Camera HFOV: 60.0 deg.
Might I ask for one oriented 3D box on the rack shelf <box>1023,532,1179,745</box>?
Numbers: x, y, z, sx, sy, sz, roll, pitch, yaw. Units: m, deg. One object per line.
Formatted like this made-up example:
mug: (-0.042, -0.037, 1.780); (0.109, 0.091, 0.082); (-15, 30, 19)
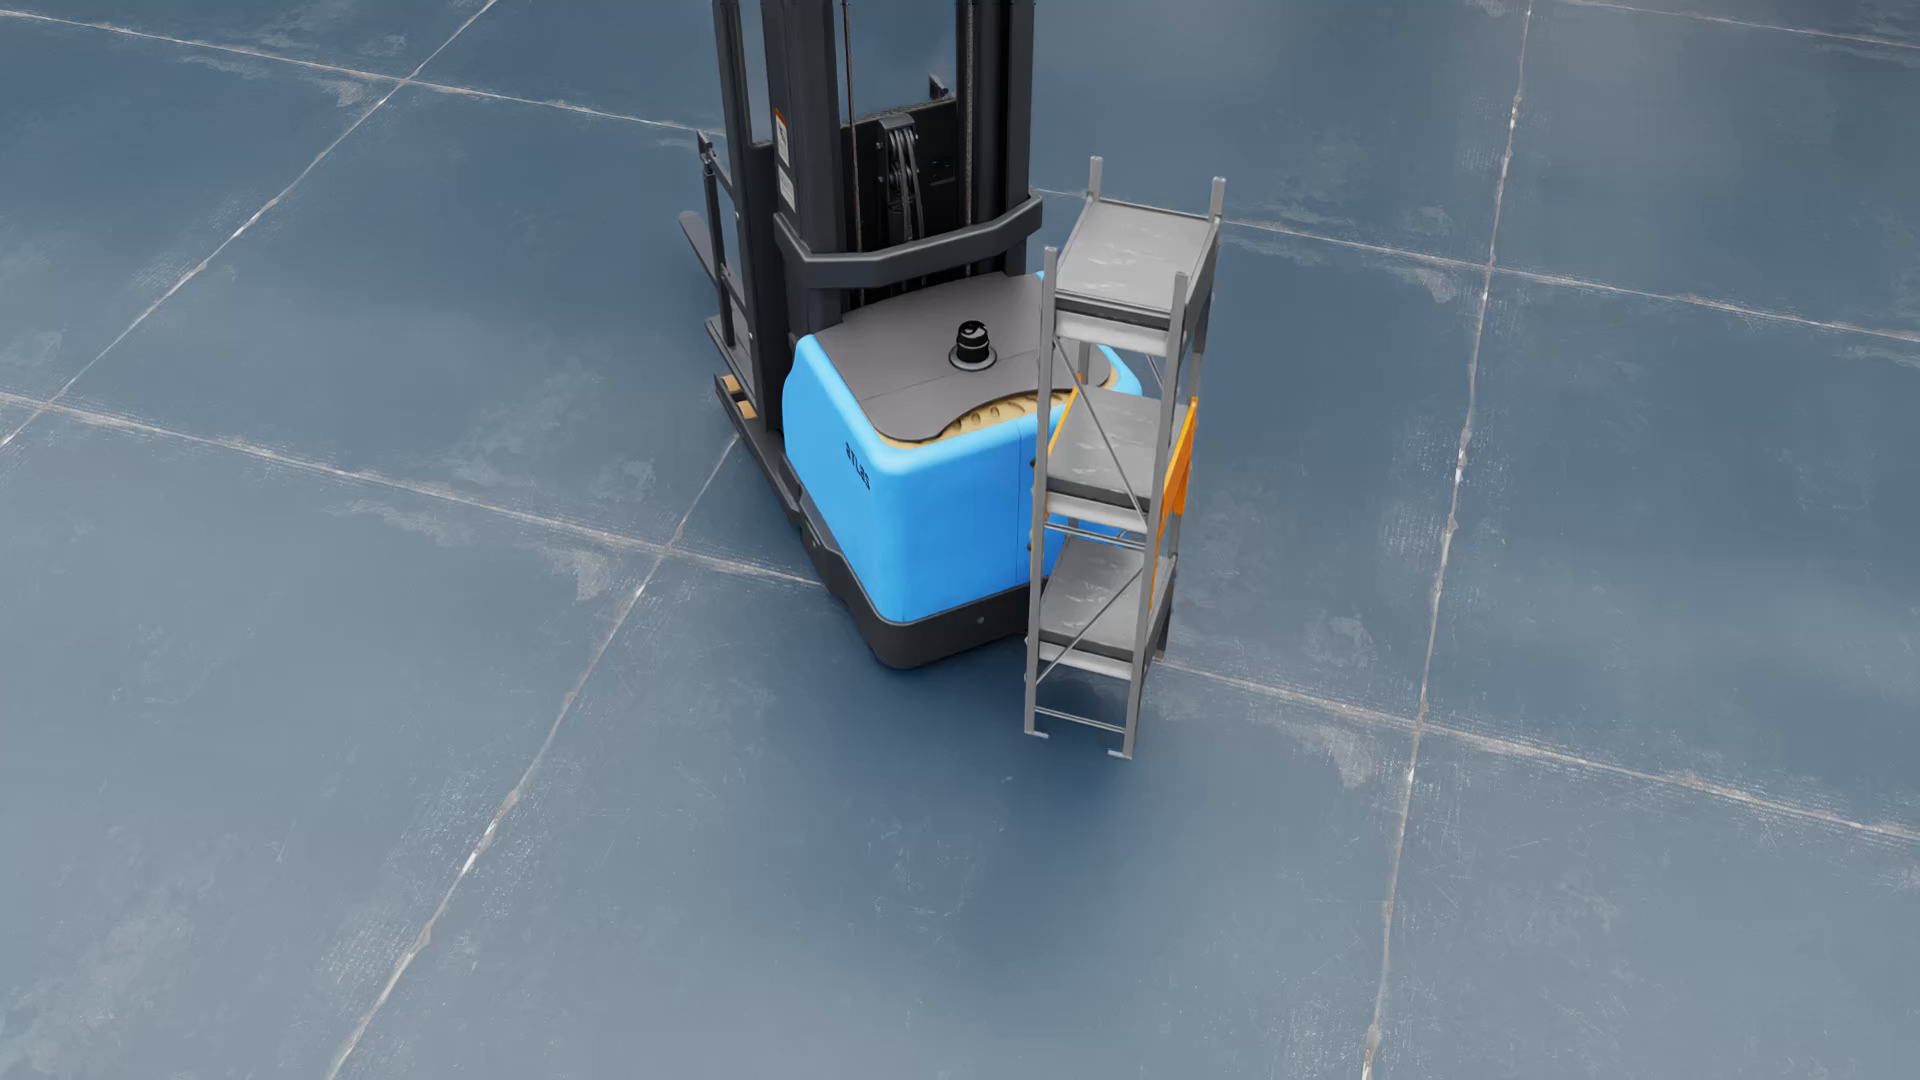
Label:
rack shelf: (0.501, 0.338, 5.924); (0.431, 0.518, 0.480); (13, 46, 13)

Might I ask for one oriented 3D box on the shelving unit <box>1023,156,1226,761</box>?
shelving unit: (0.501, -0.172, 5.425); (0.431, 2.100, 0.503); (13, 46, 13)

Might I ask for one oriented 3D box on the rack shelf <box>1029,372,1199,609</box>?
rack shelf: (0.501, -0.162, 5.434); (0.431, 0.518, 0.480); (13, 46, 13)

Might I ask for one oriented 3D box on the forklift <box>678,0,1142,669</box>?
forklift: (-0.423, -1.608, 6.298); (1.130, 2.935, 3.031); (-18, 47, -17)

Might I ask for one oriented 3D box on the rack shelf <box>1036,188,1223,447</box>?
rack shelf: (0.501, -0.663, 4.944); (0.431, 0.518, 0.480); (13, 46, 13)

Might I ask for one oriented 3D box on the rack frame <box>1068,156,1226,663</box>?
rack frame: (0.577, -0.334, 5.590); (0.400, 2.100, 0.015); (13, 46, 13)

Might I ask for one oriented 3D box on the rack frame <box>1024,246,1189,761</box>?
rack frame: (0.425, -0.010, 5.259); (0.400, 2.100, 0.015); (13, 46, 13)
